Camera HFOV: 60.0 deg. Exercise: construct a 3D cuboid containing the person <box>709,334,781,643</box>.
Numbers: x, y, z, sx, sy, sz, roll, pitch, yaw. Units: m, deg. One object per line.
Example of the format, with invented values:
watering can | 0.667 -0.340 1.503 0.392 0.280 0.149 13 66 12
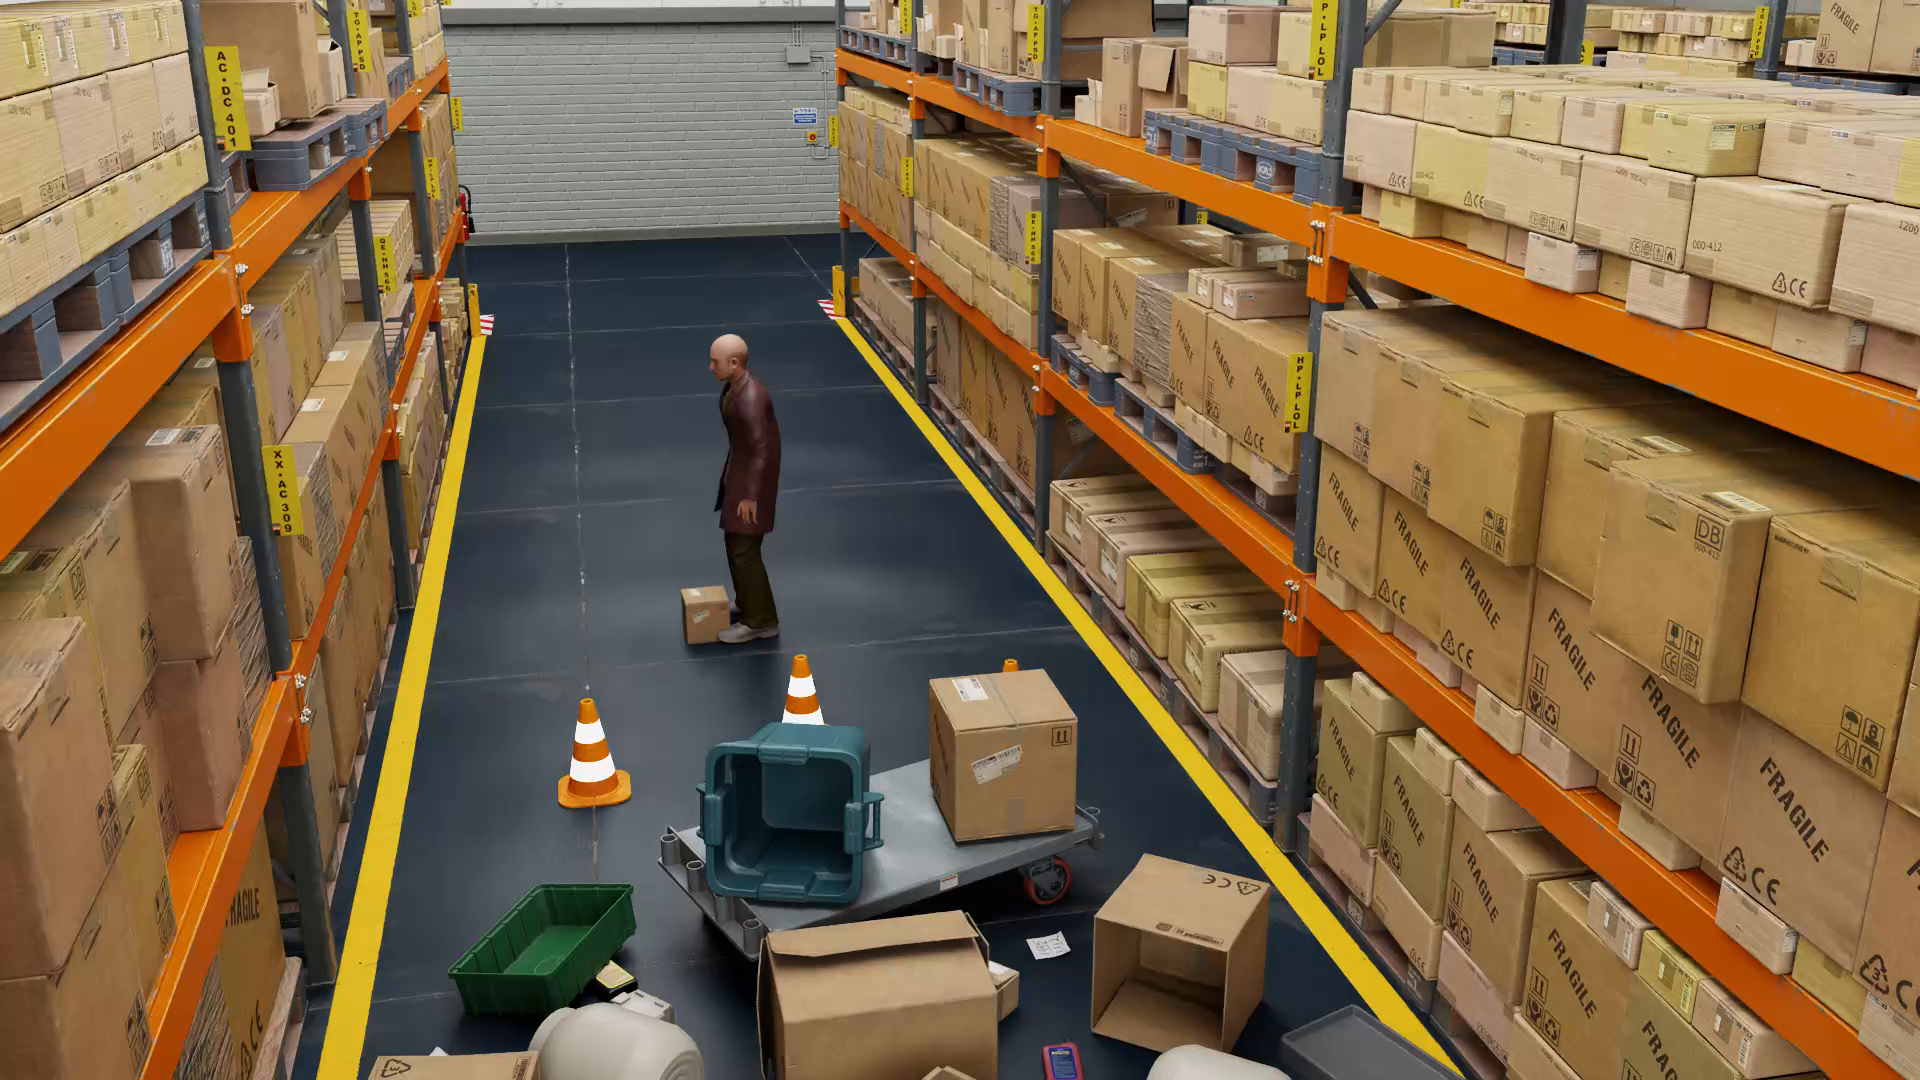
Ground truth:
person | -1.231 -0.304 9.461 0.429 1.772 0.643 -5 20 -15
